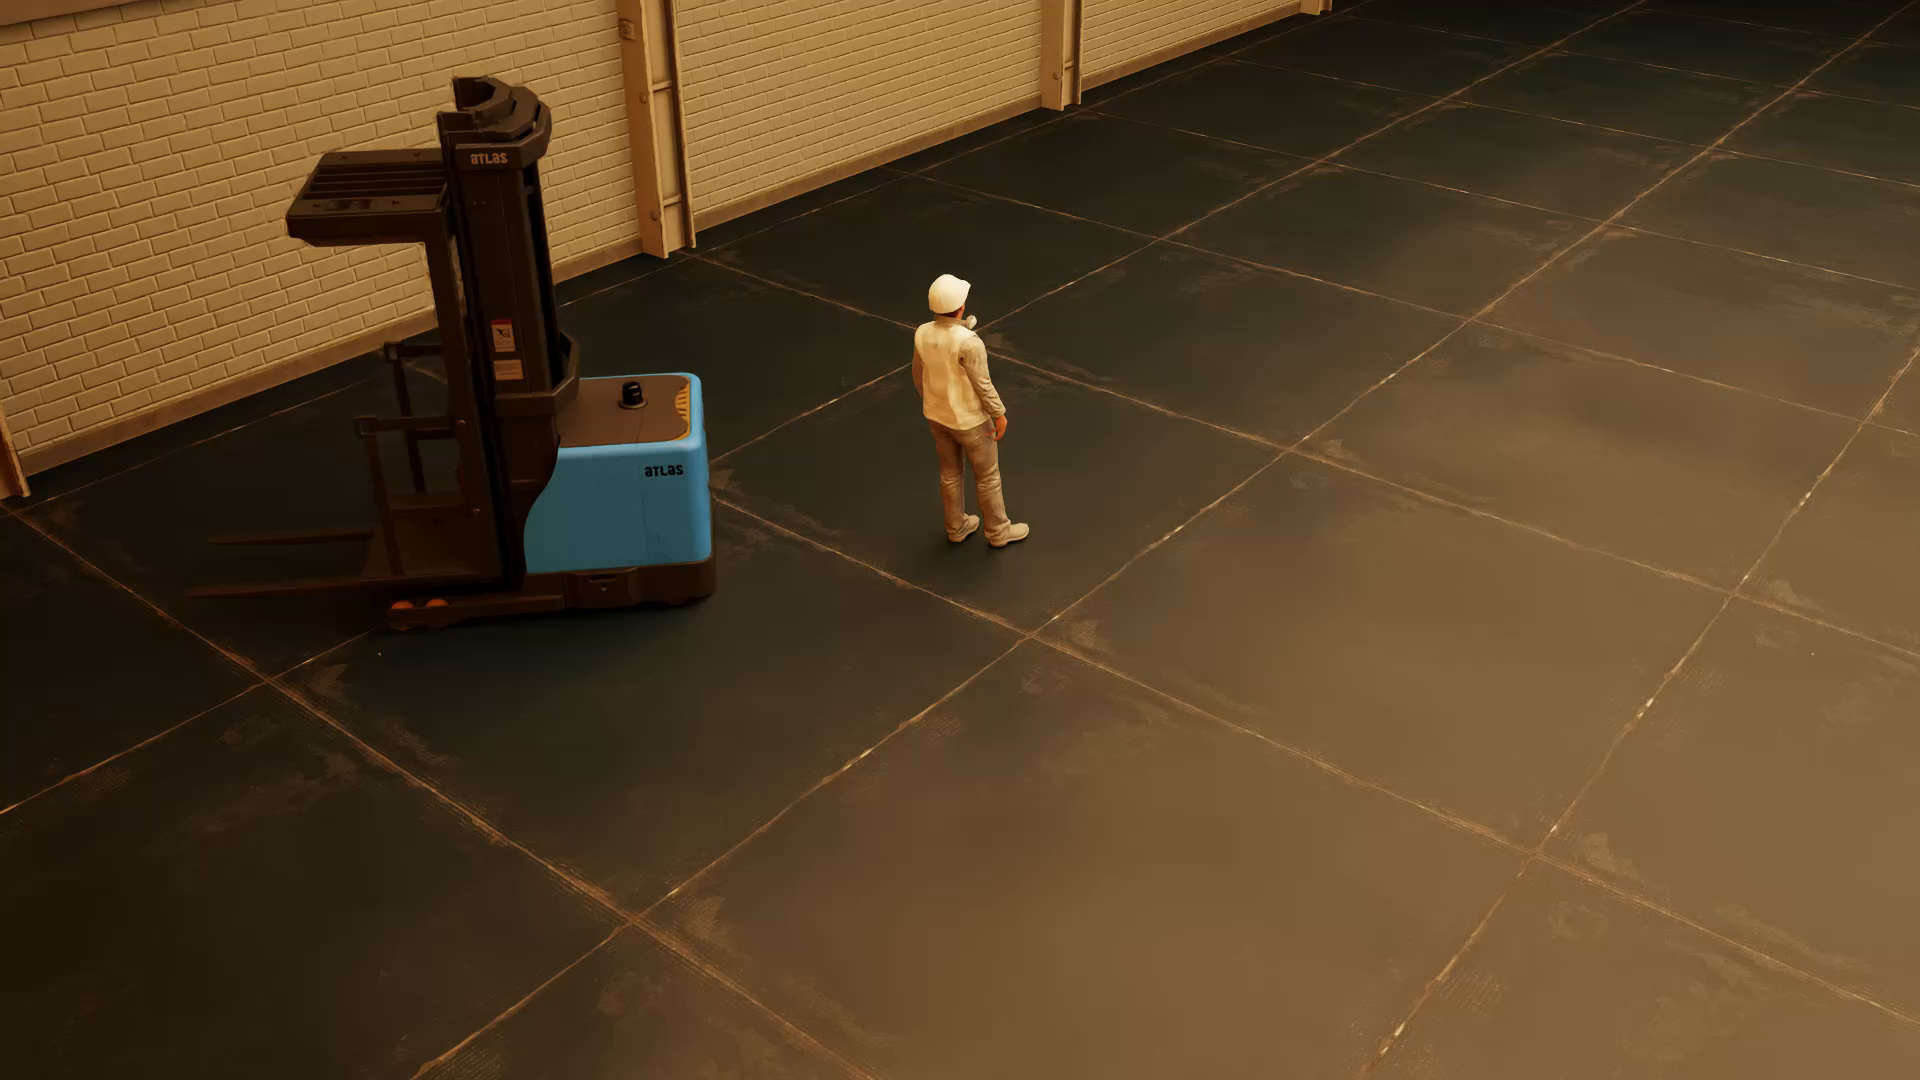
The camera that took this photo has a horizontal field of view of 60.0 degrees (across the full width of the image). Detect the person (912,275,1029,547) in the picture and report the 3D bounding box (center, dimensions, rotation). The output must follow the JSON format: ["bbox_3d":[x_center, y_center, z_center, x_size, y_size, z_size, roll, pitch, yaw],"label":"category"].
[{"bbox_3d":[0.045,-0.795,10.088,0.634,1.776,0.565,22,37,33],"label":"person"}]

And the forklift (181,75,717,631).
[{"bbox_3d":[-3.005,-1.027,9.352,3.031,2.935,1.130,-4,31,-7],"label":"forklift"}]
